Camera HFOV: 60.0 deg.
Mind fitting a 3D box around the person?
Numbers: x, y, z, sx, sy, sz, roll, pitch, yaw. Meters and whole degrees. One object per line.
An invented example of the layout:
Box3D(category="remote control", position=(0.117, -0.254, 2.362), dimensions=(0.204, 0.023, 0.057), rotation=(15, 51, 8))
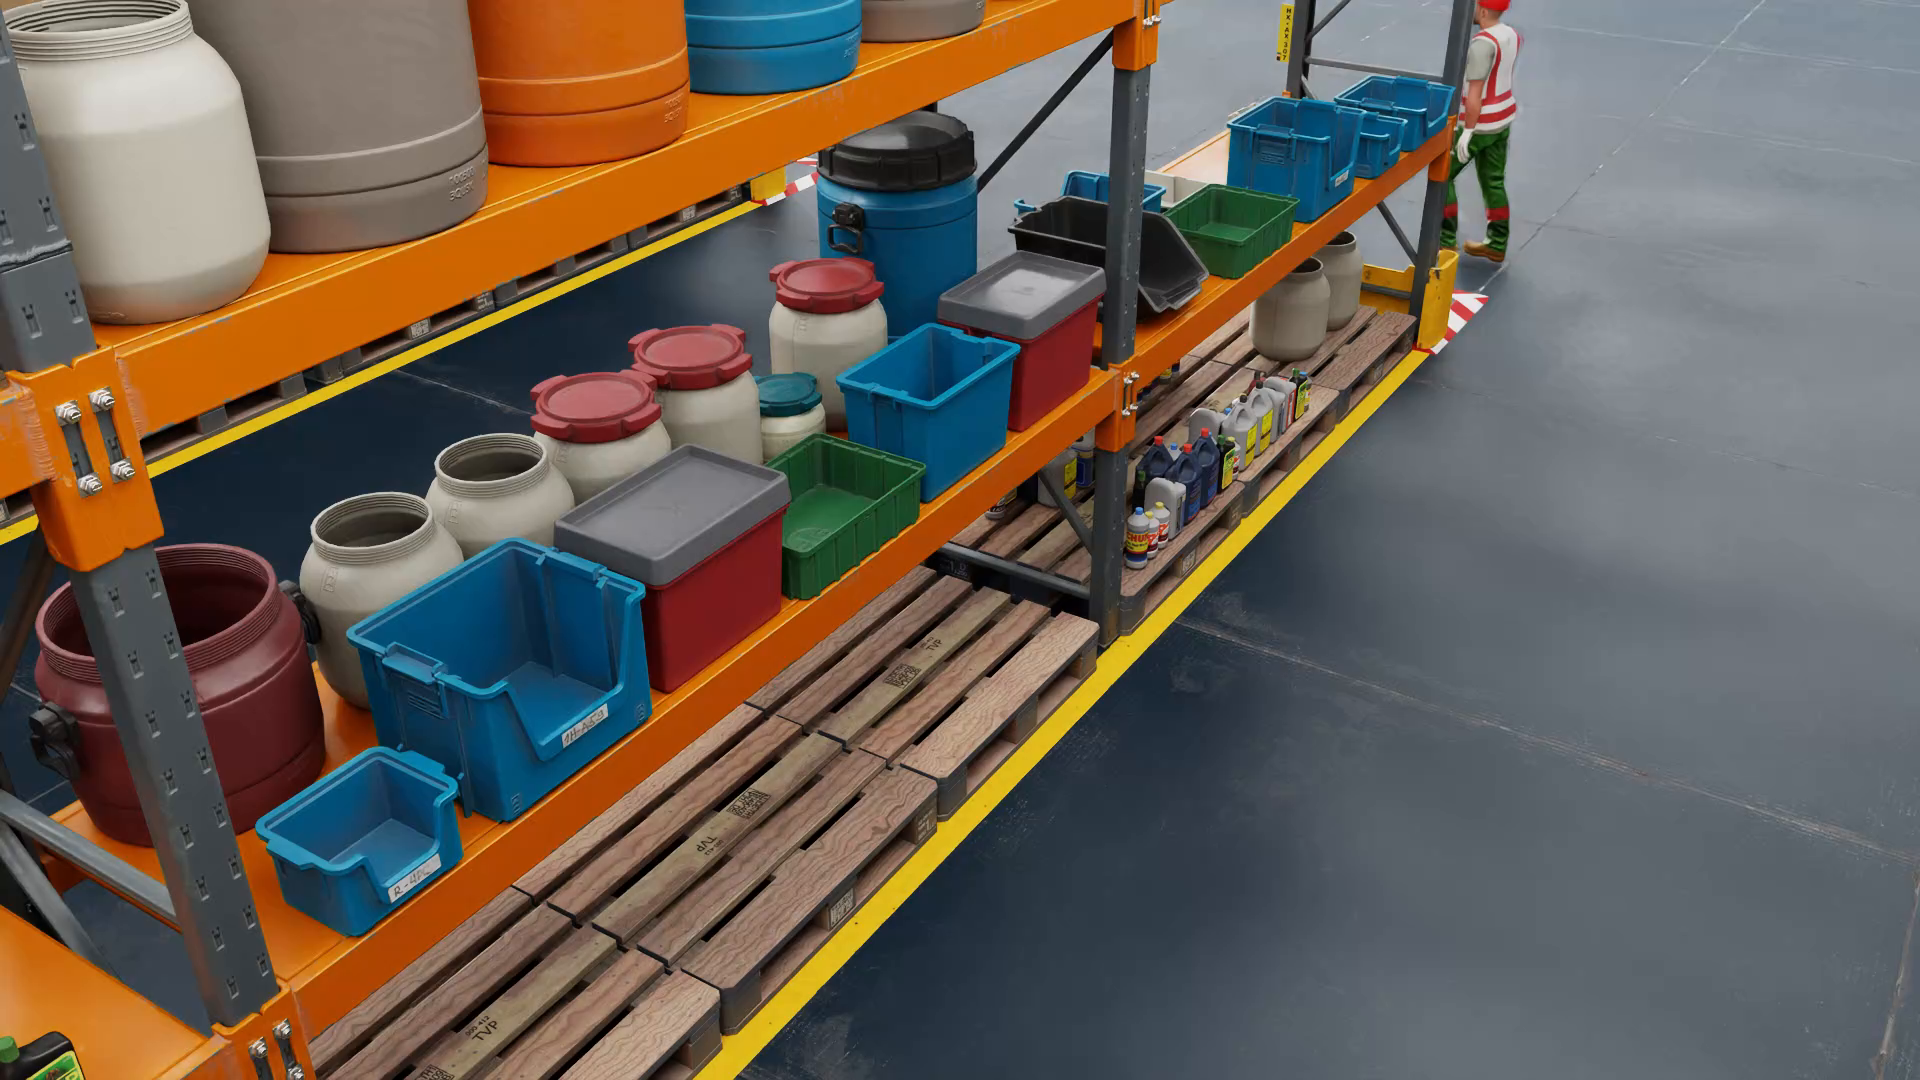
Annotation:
Box3D(category="person", position=(3.308, -2.619, 10.634), dimensions=(0.556, 1.832, 0.685), rotation=(25, 38, 36))
